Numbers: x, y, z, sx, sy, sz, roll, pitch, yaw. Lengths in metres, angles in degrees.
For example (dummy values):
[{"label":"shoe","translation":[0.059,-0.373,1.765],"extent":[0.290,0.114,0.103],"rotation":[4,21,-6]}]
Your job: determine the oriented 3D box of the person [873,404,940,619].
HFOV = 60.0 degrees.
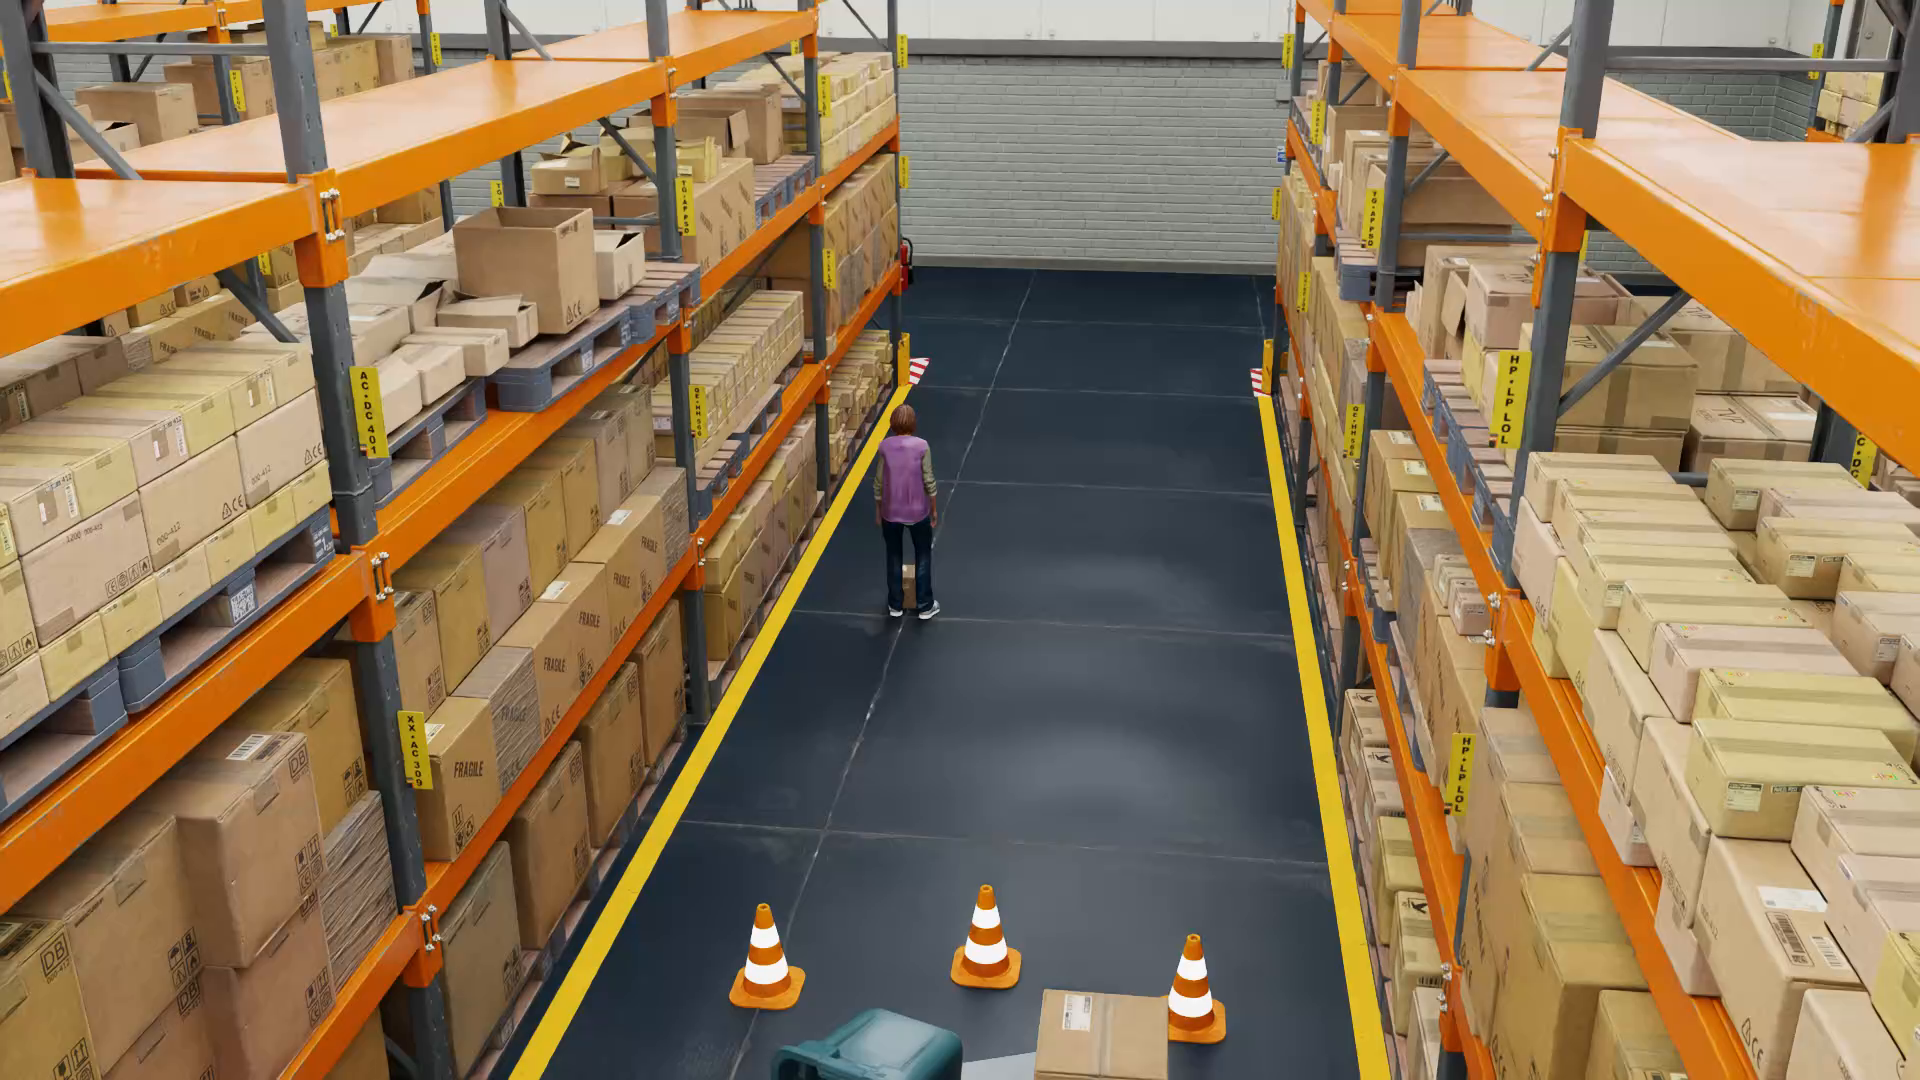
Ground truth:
[{"label":"person","translation":[-0.389,-0.192,11.967],"extent":[0.459,1.591,0.369],"rotation":[3,22,7]}]
